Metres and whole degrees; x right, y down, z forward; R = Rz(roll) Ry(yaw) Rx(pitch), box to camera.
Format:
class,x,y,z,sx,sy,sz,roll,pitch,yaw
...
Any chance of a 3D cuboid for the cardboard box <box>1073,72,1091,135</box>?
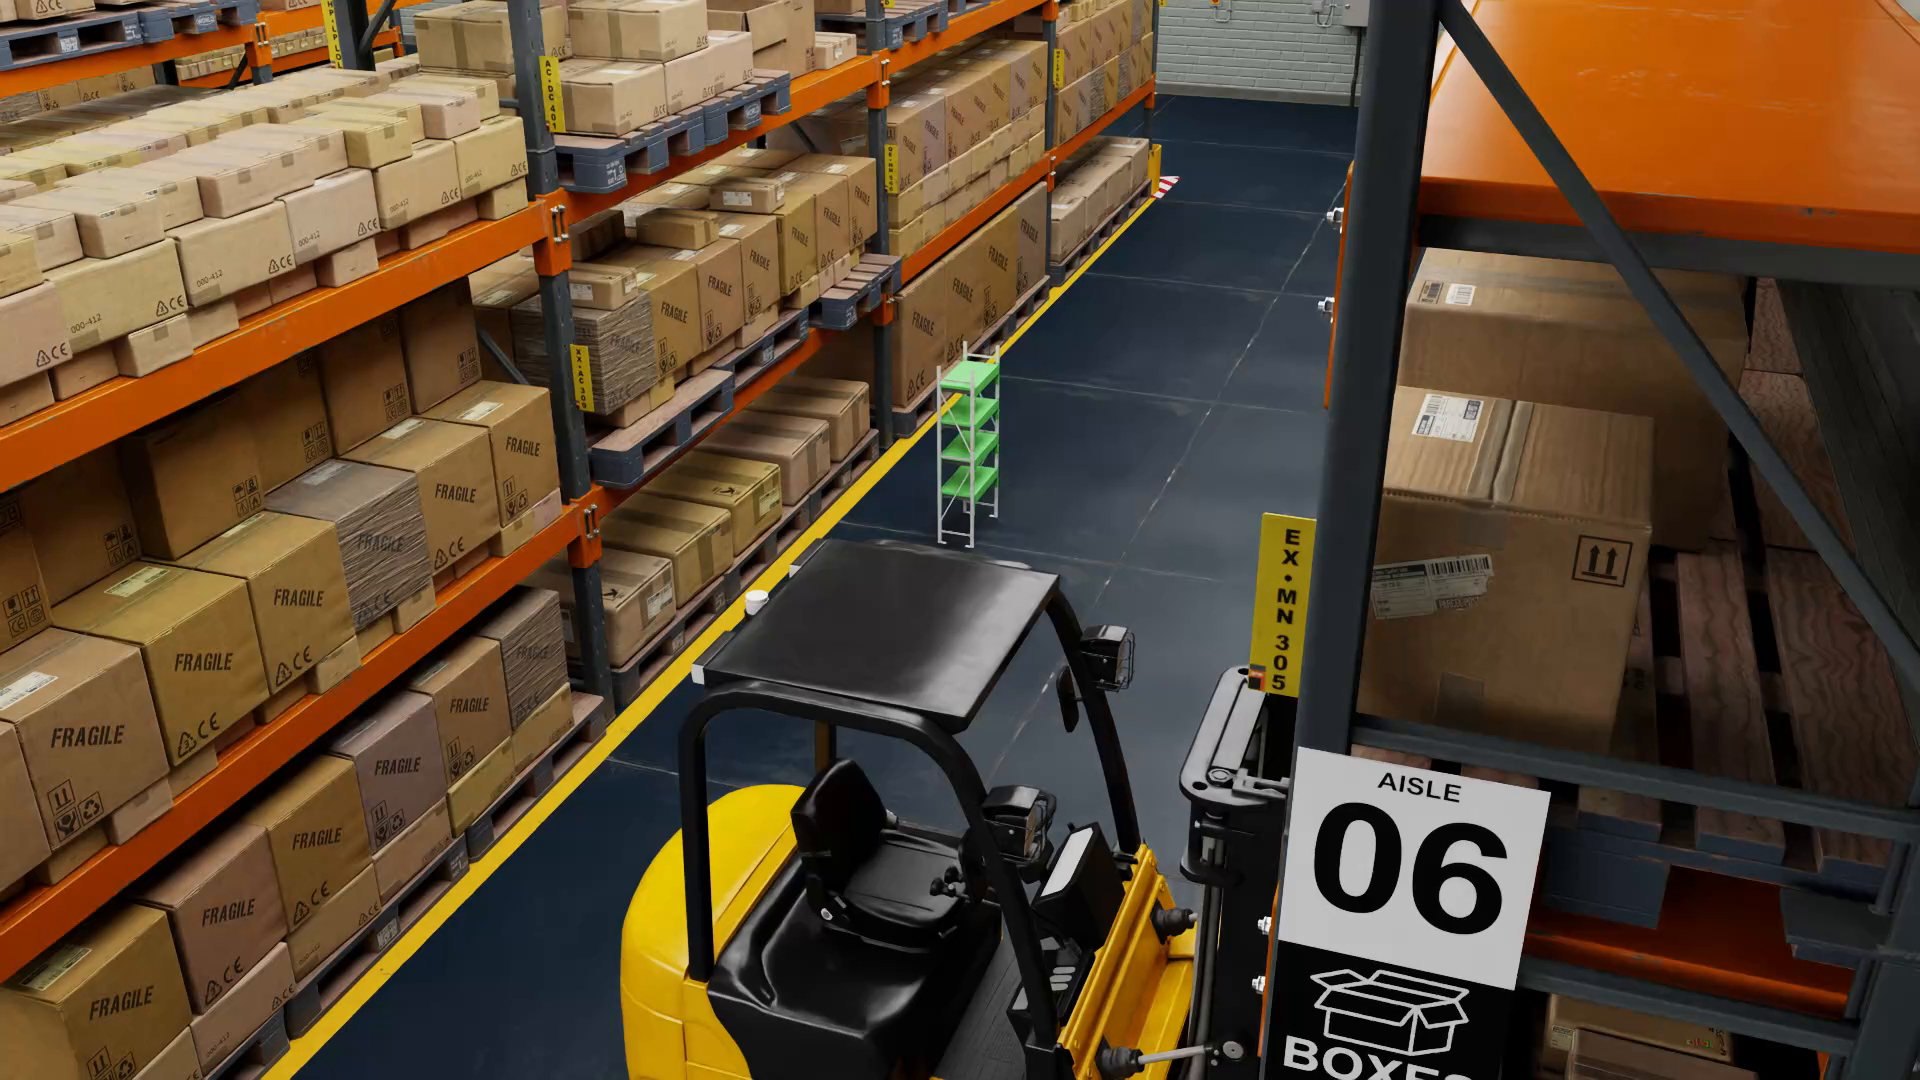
class,x,y,z,sx,sy,sz,roll,pitch,yaw
cardboard box,0.924,-4.148,15.761,0.500,0.500,0.500,9,27,18

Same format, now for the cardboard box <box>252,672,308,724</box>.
class,x,y,z,sx,sy,sz,roll,pitch,yaw
cardboard box,-2.771,0.560,6.440,0.380,0.149,0.250,8,27,16

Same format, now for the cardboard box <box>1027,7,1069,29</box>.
class,x,y,z,sx,sy,sz,roll,pitch,yaw
cardboard box,0.769,-4.729,15.068,0.380,0.149,0.250,9,27,18

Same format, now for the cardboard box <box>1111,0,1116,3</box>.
class,x,y,z,sx,sy,sz,roll,pitch,yaw
cardboard box,1.377,-5.464,16.587,0.380,0.149,0.250,9,27,19

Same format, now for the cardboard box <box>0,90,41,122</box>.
class,x,y,z,sx,sy,sz,roll,pitch,yaw
cardboard box,-9.404,-4.369,16.217,0.500,0.500,0.500,9,27,18

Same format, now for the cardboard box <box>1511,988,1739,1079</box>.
class,x,y,z,sx,sy,sz,roll,pitch,yaw
cardboard box,1.617,1.482,4.132,0.500,0.500,0.500,10,27,19

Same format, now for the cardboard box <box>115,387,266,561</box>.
class,x,y,z,sx,sy,sz,roll,pitch,yaw
cardboard box,-3.135,-0.297,6.319,0.700,0.500,0.500,9,27,17

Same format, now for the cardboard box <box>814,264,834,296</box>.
class,x,y,z,sx,sy,sz,roll,pitch,yaw
cardboard box,-1.023,-1.672,10.568,0.380,0.149,0.250,7,27,15

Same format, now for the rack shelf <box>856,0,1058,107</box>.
class,x,y,z,sx,sy,sz,roll,pitch,yaw
rack shelf,-0.316,-3.946,12.842,1.077,0.370,4.000,9,27,17

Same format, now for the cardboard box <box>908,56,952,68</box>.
class,x,y,z,sx,sy,sz,roll,pitch,yaw
cardboard box,-0.381,-3.679,13.645,0.500,0.500,0.500,8,27,16

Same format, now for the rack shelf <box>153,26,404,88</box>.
class,x,y,z,sx,sy,sz,roll,pitch,yaw
rack shelf,-8.330,-5.677,19.859,1.077,0.370,4.000,9,27,17

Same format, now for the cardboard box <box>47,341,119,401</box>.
class,x,y,z,sx,sy,sz,roll,pitch,yaw
cardboard box,-2.960,-0.577,5.345,0.380,0.149,0.250,8,27,16

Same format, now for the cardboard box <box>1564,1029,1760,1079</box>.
class,x,y,z,sx,sy,sz,roll,pitch,yaw
cardboard box,1.499,1.230,3.568,0.380,0.149,0.250,10,27,19

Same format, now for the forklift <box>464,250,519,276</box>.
class,x,y,z,sx,sy,sz,roll,pitch,yaw
forklift,-3.488,-2.256,12.047,3.031,2.935,1.130,9,27,17

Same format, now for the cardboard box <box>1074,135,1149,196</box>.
class,x,y,z,sx,sy,sz,roll,pitch,yaw
cardboard box,1.555,-4.136,18.308,0.875,0.438,0.875,8,27,16

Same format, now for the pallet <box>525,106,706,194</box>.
class,x,y,z,sx,sy,sz,roll,pitch,yaw
pallet,-2.007,-1.958,8.126,1.213,0.211,1.003,9,27,17

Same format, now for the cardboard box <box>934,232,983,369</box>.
class,x,y,z,sx,sy,sz,roll,pitch,yaw
cardboard box,-0.373,-1.969,13.330,0.875,0.875,0.875,9,27,18

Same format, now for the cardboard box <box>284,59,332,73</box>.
class,x,y,z,sx,sy,sz,roll,pitch,yaw
cardboard box,-8.105,-5.407,20.432,0.875,0.875,0.875,9,27,17

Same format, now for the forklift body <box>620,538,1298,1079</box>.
class,x,y,z,sx,sy,sz,roll,pitch,yaw
forklift body,-0.051,1.246,5.709,2.313,2.155,1.214,9,27,17

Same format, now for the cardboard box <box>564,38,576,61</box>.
class,x,y,z,sx,sy,sz,roll,pitch,yaw
cardboard box,-2.082,-2.394,8.501,0.500,0.250,0.500,9,27,18

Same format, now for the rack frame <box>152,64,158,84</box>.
class,x,y,z,sx,sy,sz,roll,pitch,yaw
rack frame,-8.996,-5.179,18.005,1.000,3.000,0.127,9,27,17

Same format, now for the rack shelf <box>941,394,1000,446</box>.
class,x,y,z,sx,sy,sz,roll,pitch,yaw
rack shelf,0.055,-0.767,10.552,0.258,0.148,0.480,9,27,17

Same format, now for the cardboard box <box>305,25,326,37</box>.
class,x,y,z,sx,sy,sz,roll,pitch,yaw
cardboard box,-7.914,-6.234,20.014,0.500,0.250,0.500,8,27,16

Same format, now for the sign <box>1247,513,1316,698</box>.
class,x,y,z,sx,sy,sz,roll,pitch,yaw
sign,0.531,0.110,2.713,0.100,0.325,0.005,9,27,17

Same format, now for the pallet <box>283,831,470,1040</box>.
class,x,y,z,sx,sy,sz,roll,pitch,yaw
pallet,-2.907,1.585,7.235,1.003,0.211,1.213,9,27,17

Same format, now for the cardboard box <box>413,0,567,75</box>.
class,x,y,z,sx,sy,sz,roll,pitch,yaw
cardboard box,-2.240,-2.408,7.955,0.500,0.250,0.500,9,27,19

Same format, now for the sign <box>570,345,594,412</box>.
class,x,y,z,sx,sy,sz,roll,pitch,yaw
sign,-1.799,-0.769,7.902,0.100,0.325,0.005,9,27,17

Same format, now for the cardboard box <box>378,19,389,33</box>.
class,x,y,z,sx,sy,sz,roll,pitch,yaw
cardboard box,-7.473,-6.516,21.054,0.380,0.149,0.250,9,27,18

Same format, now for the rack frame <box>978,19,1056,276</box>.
class,x,y,z,sx,sy,sz,roll,pitch,yaw
rack frame,0.349,-3.742,15.037,1.000,3.000,0.127,9,27,17

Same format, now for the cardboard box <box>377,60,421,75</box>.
class,x,y,z,sx,sy,sz,roll,pitch,yaw
cardboard box,-5.177,-4.344,15.404,0.380,0.149,0.250,8,27,17

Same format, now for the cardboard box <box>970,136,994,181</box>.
class,x,y,z,sx,sy,sz,roll,pitch,yaw
cardboard box,-0.048,-3.050,13.206,0.500,0.250,0.500,9,27,18

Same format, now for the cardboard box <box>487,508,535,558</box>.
class,x,y,z,sx,sy,sz,roll,pitch,yaw
cardboard box,-2.209,-0.062,7.723,0.380,0.149,0.250,9,27,19

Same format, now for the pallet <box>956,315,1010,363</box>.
class,x,y,z,sx,sy,sz,roll,pitch,yaw
pallet,-0.241,-1.656,13.928,1.003,0.211,1.213,9,27,17

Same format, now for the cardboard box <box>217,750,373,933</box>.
class,x,y,z,sx,sy,sz,roll,pitch,yaw
cardboard box,-2.763,1.179,6.686,0.500,0.500,0.500,9,27,18

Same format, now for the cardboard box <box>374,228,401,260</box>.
class,x,y,z,sx,sy,sz,roll,pitch,yaw
cardboard box,-2.489,-1.221,6.675,0.380,0.149,0.250,8,27,16

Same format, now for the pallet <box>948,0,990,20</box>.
class,x,y,z,sx,sy,sz,roll,pitch,yaw
pallet,-0.448,-4.096,12.541,1.003,0.211,1.213,10,28,20

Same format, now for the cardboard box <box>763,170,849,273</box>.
class,x,y,z,sx,sy,sz,roll,pitch,yaw
cardboard box,-1.033,-2.025,10.552,0.500,0.500,0.500,8,27,17

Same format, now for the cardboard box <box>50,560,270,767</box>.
class,x,y,z,sx,sy,sz,roll,pitch,yaw
cardboard box,-2.887,0.433,5.957,0.500,0.500,0.500,8,27,16

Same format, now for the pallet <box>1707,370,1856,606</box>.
class,x,y,z,sx,sy,sz,roll,pitch,yaw
pallet,1.702,-0.192,4.365,1.003,0.211,1.213,9,27,17

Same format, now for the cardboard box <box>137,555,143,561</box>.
class,x,y,z,sx,sy,sz,roll,pitch,yaw
cardboard box,-3.196,0.132,6.580,0.500,0.500,0.500,9,27,18

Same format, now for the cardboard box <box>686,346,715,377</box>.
class,x,y,z,sx,sy,sz,roll,pitch,yaw
cardboard box,-1.592,-1.040,9.263,0.380,0.149,0.250,9,27,18

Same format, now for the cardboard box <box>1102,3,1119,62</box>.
class,x,y,z,sx,sy,sz,roll,pitch,yaw
cardboard box,1.262,-5.020,16.414,0.500,0.500,0.500,9,27,17

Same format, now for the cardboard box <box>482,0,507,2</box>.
class,x,y,z,sx,sy,sz,roll,pitch,yaw
cardboard box,-4.451,-5.280,16.609,0.500,0.500,0.500,8,27,16

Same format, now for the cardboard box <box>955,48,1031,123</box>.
class,x,y,z,sx,sy,sz,roll,pitch,yaw
cardboard box,0.272,-3.803,13.901,0.500,0.500,0.500,9,27,18

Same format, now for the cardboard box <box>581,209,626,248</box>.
class,x,y,z,sx,sy,sz,roll,pitch,yaw
cardboard box,-2.086,-1.738,9.215,0.380,0.149,0.250,8,27,15

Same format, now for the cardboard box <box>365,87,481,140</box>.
class,x,y,z,sx,sy,sz,roll,pitch,yaw
cardboard box,-2.227,-1.770,6.896,0.380,0.149,0.250,8,27,16

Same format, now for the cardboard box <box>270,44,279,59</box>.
class,x,y,z,sx,sy,sz,roll,pitch,yaw
cardboard box,-8.153,-5.672,19.311,0.380,0.149,0.250,9,27,18

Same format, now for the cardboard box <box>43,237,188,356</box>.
class,x,y,z,sx,sy,sz,roll,pitch,yaw
cardboard box,-2.900,-0.817,5.383,0.500,0.250,0.500,10,27,19

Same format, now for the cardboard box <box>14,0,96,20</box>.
class,x,y,z,sx,sy,sz,roll,pitch,yaw
cardboard box,-5.998,-3.649,10.690,0.500,0.500,0.500,9,27,17

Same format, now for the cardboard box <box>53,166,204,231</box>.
class,x,y,z,sx,sy,sz,roll,pitch,yaw
cardboard box,-2.797,-1.144,5.602,0.380,0.149,0.250,9,27,19

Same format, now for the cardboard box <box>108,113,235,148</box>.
class,x,y,z,sx,sy,sz,roll,pitch,yaw
cardboard box,-3.028,-1.537,6.413,0.380,0.149,0.250,8,27,16

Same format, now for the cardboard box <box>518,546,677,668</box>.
class,x,y,z,sx,sy,sz,roll,pitch,yaw
cardboard box,-2.141,0.323,9.174,0.950,0.372,0.625,9,27,18

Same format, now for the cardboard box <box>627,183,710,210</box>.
class,x,y,z,sx,sy,sz,roll,pitch,yaw
cardboard box,-1.687,-1.880,10.254,0.500,0.500,0.500,9,27,18

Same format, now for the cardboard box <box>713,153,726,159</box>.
class,x,y,z,sx,sy,sz,roll,pitch,yaw
cardboard box,-2.990,-4.601,19.600,0.380,0.149,0.250,10,27,19

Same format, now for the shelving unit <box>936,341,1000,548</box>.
class,x,y,z,sx,sy,sz,roll,pitch,yaw
shelving unit,0.055,-0.608,10.629,0.258,1.200,0.503,9,27,17

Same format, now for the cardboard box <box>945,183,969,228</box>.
class,x,y,z,sx,sy,sz,roll,pitch,yaw
cardboard box,-0.247,-2.624,12.899,0.500,0.250,0.500,10,27,19

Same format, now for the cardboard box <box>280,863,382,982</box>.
class,x,y,z,sx,sy,sz,roll,pitch,yaw
cardboard box,-2.768,1.512,6.859,0.500,0.250,0.500,11,28,21
